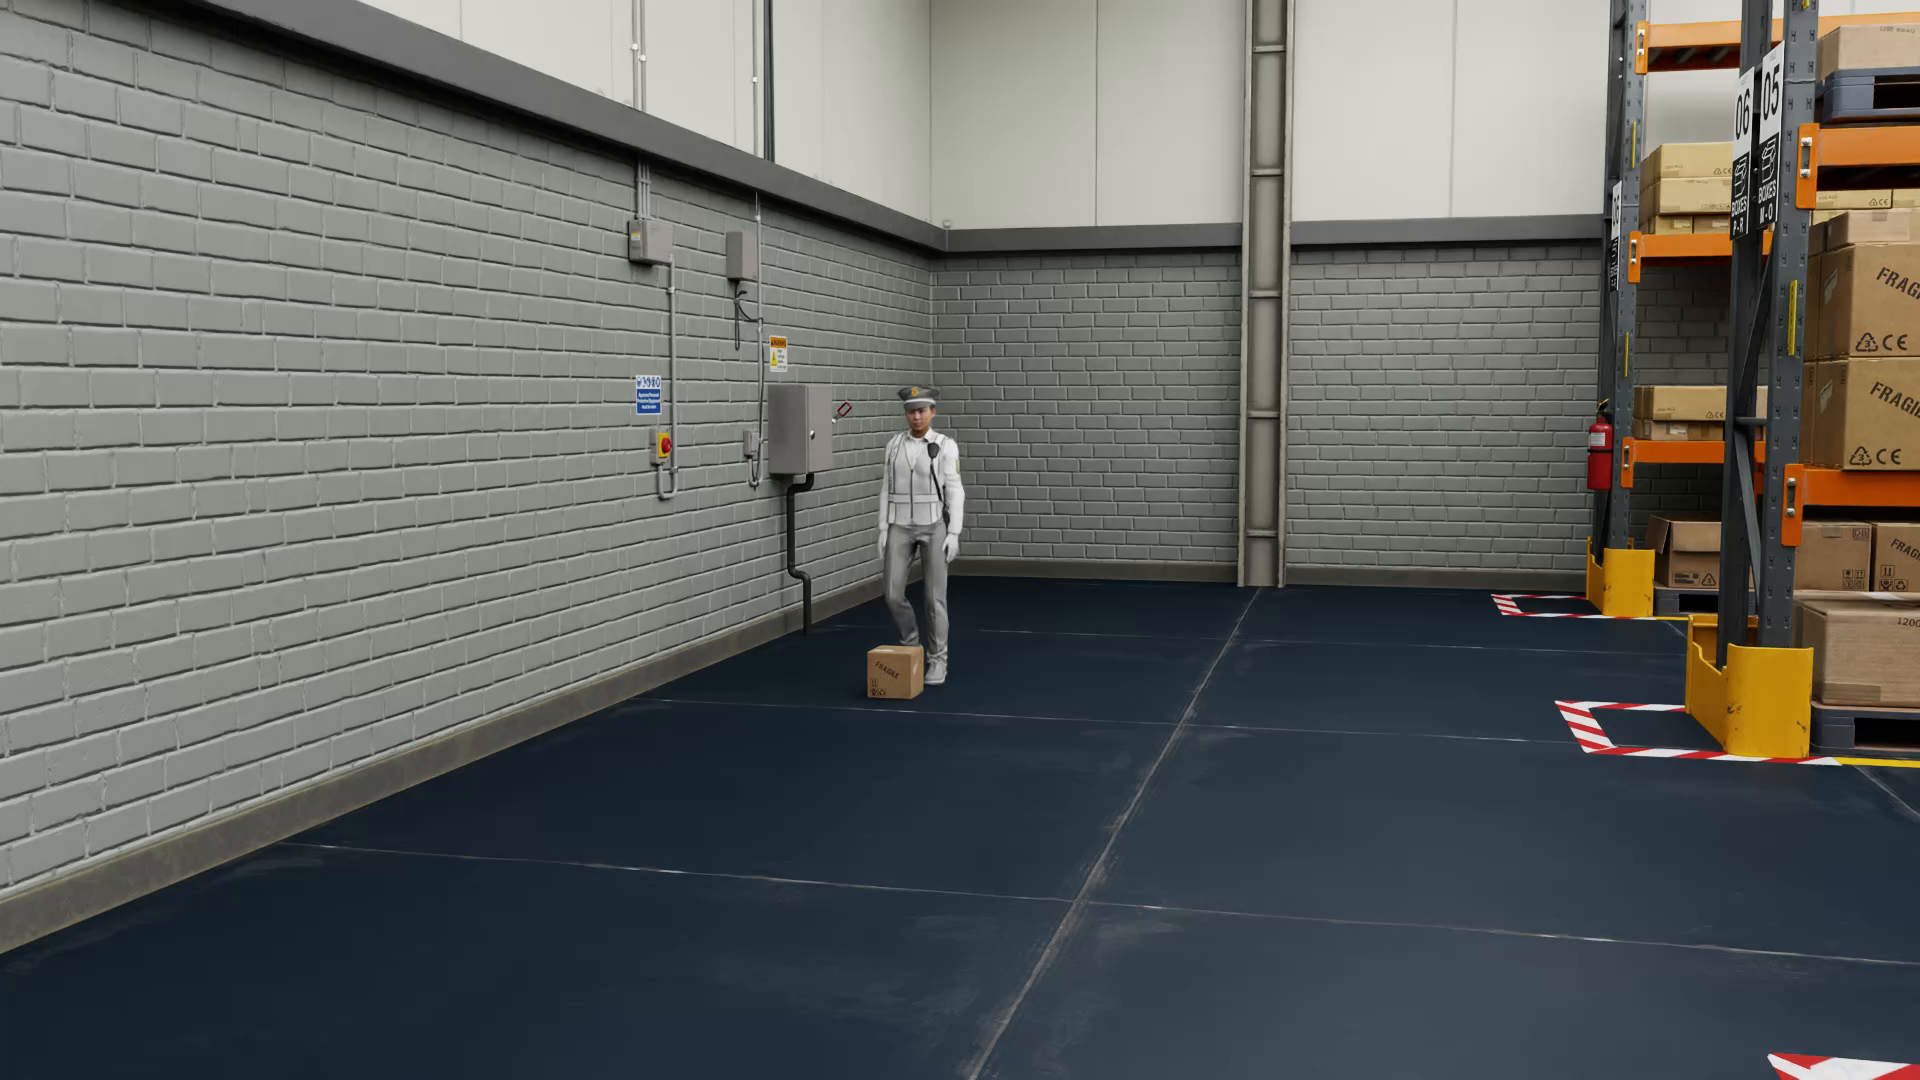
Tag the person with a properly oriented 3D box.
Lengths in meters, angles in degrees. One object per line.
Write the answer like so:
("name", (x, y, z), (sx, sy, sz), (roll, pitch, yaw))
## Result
("person", (-0.222, -0.037, 9.503), (0.496, 1.689, 0.401), (1, 5, 14))
